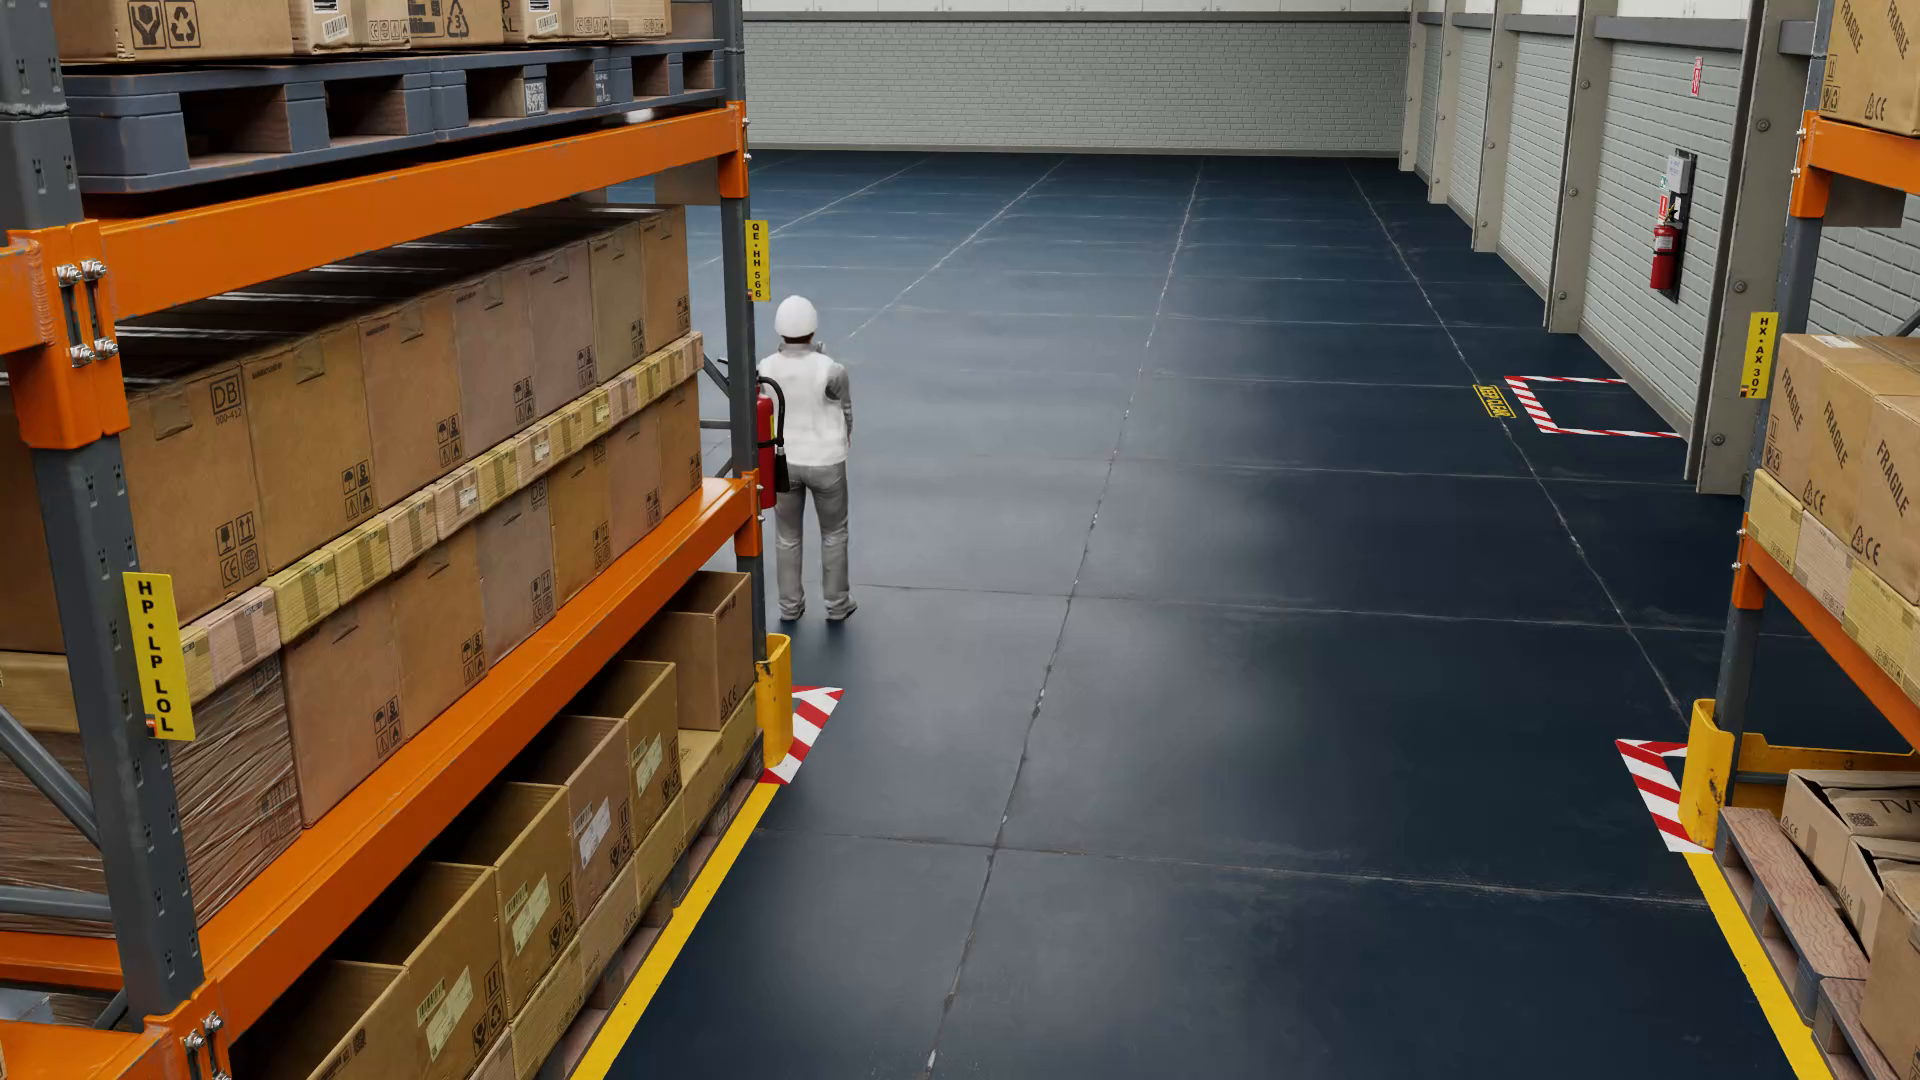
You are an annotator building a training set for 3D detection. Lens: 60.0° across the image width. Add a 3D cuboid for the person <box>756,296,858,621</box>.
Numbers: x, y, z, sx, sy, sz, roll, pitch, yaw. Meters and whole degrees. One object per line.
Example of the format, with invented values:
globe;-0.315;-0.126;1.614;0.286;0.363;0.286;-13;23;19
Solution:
person;-0.810;-0.449;8.908;0.501;1.774;0.548;3;18;9
